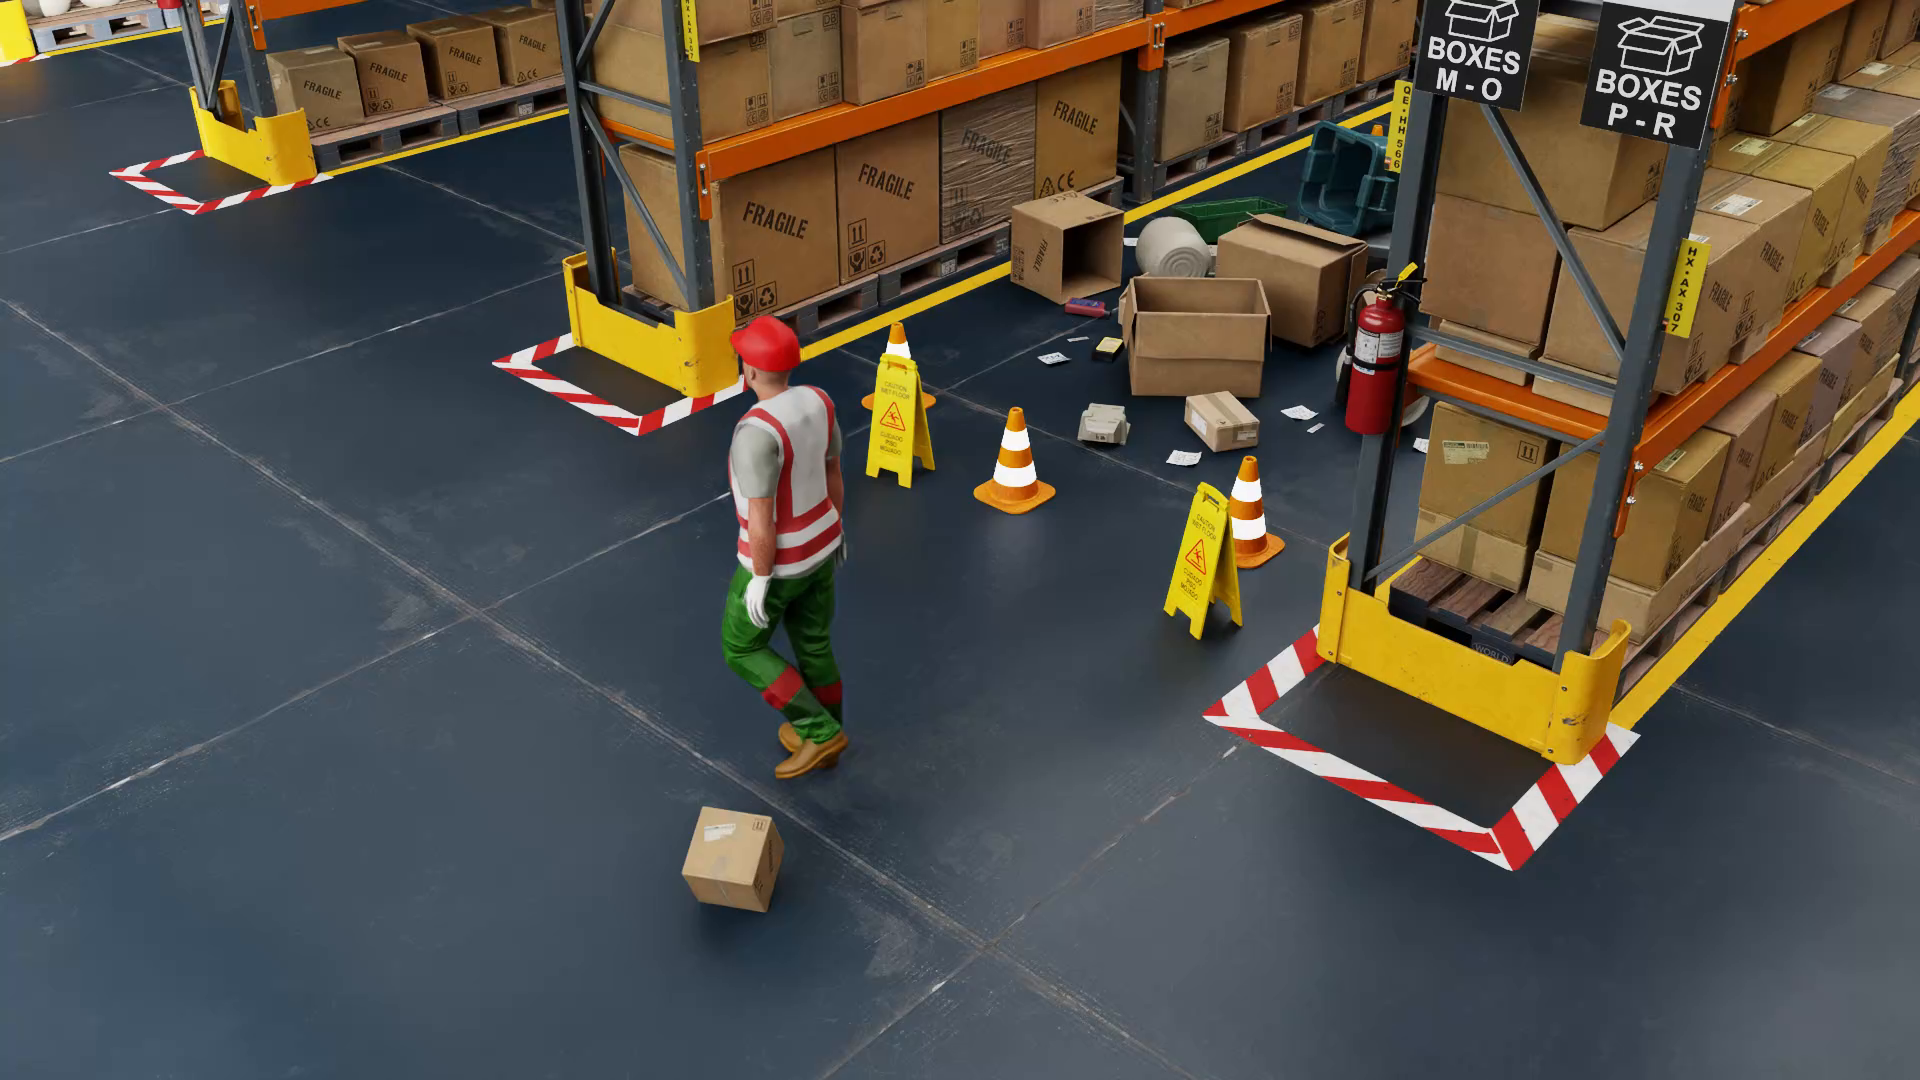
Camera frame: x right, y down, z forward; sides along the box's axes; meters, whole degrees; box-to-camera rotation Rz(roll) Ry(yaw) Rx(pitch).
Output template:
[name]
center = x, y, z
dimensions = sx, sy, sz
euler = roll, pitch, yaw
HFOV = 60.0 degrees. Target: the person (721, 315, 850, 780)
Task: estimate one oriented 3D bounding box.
[person]
center = -0.589, 0.066, 5.985
dimensions = 0.530, 1.782, 0.596
euler = 18, 35, 27
